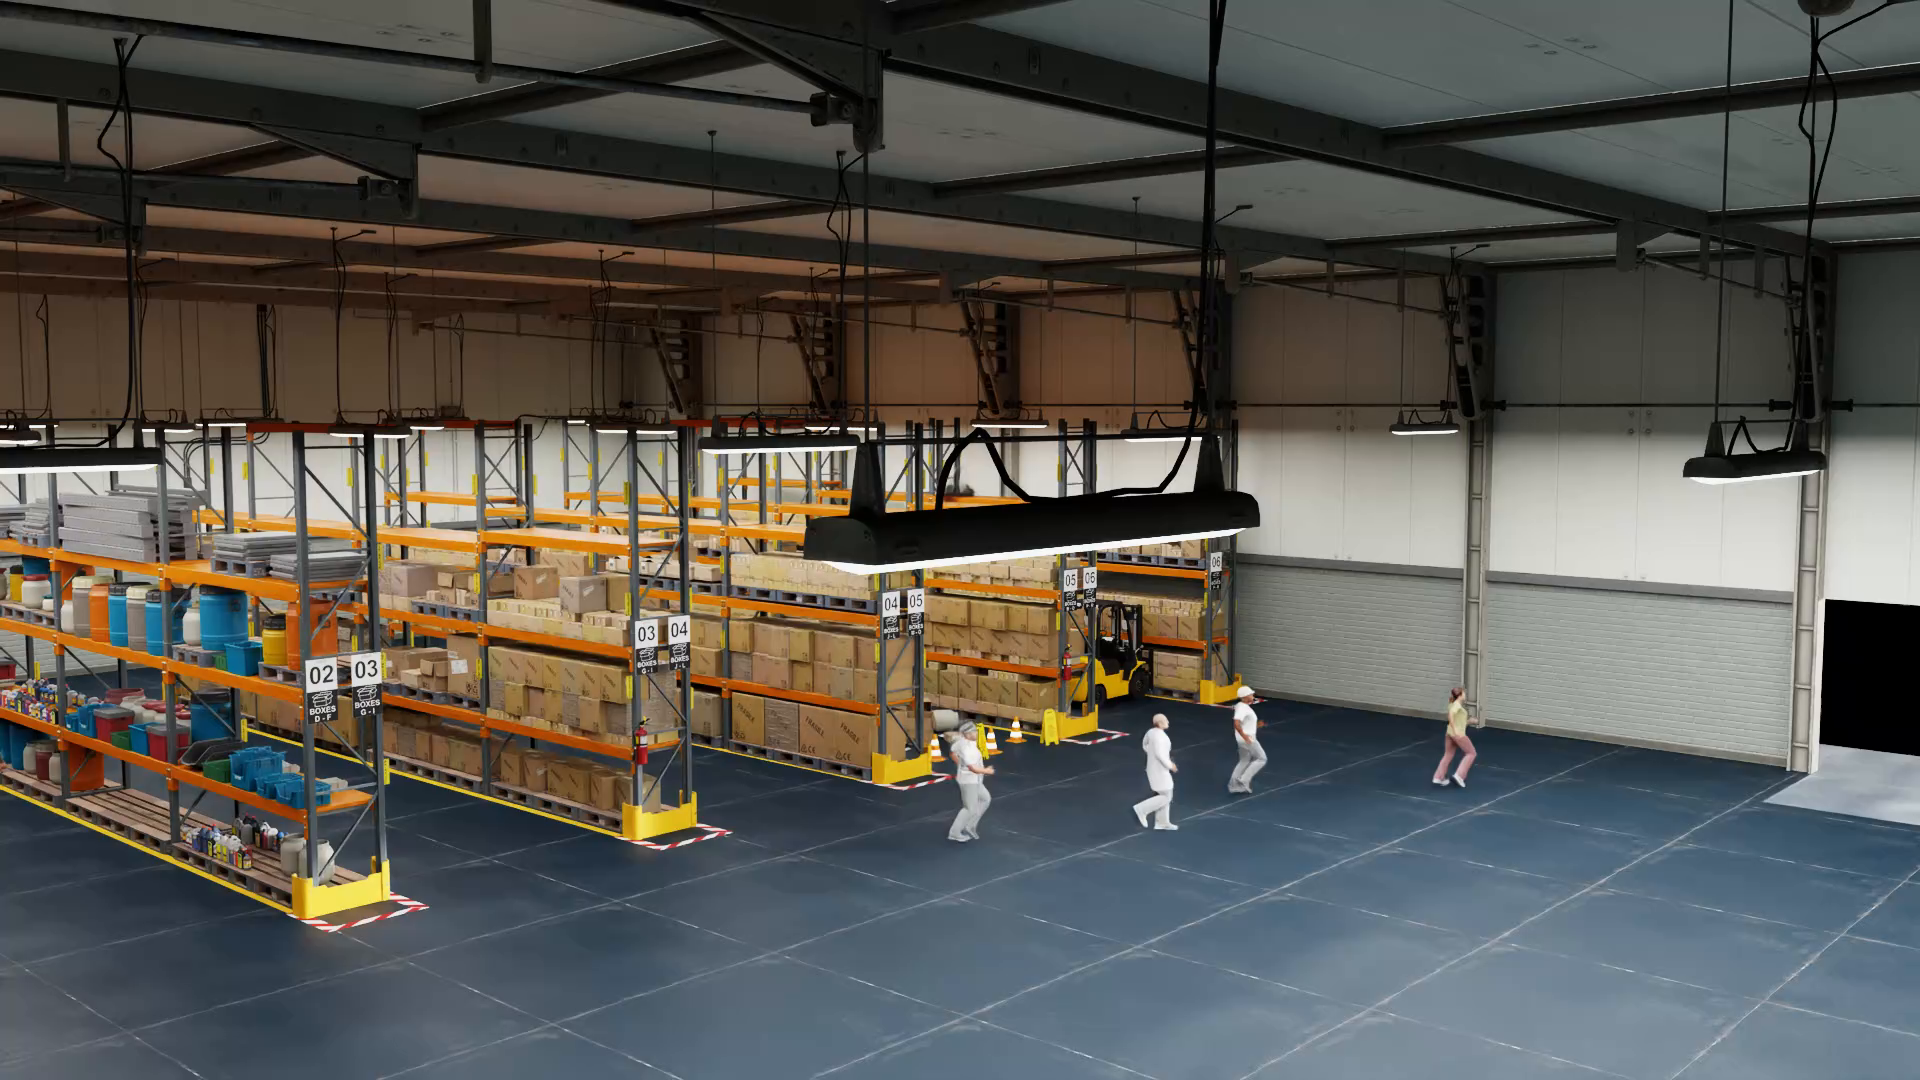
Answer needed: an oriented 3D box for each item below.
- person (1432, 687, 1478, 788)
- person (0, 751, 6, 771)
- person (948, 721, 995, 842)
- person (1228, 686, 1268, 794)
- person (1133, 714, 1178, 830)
[{"bbox_3d":[8.190,3.257,27.440,0.773,1.687,0.541,-1,5,-9],"label":"person"},{"bbox_3d":[-13.805,3.489,23.403,1.004,1.777,0.662,4,6,37],"label":"person"},{"bbox_3d":[0.159,3.498,24.081,0.683,1.791,0.668,-1,5,-7],"label":"person"},{"bbox_3d":[4.693,3.243,27.017,0.667,1.740,0.684,0,5,-6],"label":"person"},{"bbox_3d":[2.912,3.438,24.702,0.667,1.734,0.712,-1,5,-12],"label":"person"}]
